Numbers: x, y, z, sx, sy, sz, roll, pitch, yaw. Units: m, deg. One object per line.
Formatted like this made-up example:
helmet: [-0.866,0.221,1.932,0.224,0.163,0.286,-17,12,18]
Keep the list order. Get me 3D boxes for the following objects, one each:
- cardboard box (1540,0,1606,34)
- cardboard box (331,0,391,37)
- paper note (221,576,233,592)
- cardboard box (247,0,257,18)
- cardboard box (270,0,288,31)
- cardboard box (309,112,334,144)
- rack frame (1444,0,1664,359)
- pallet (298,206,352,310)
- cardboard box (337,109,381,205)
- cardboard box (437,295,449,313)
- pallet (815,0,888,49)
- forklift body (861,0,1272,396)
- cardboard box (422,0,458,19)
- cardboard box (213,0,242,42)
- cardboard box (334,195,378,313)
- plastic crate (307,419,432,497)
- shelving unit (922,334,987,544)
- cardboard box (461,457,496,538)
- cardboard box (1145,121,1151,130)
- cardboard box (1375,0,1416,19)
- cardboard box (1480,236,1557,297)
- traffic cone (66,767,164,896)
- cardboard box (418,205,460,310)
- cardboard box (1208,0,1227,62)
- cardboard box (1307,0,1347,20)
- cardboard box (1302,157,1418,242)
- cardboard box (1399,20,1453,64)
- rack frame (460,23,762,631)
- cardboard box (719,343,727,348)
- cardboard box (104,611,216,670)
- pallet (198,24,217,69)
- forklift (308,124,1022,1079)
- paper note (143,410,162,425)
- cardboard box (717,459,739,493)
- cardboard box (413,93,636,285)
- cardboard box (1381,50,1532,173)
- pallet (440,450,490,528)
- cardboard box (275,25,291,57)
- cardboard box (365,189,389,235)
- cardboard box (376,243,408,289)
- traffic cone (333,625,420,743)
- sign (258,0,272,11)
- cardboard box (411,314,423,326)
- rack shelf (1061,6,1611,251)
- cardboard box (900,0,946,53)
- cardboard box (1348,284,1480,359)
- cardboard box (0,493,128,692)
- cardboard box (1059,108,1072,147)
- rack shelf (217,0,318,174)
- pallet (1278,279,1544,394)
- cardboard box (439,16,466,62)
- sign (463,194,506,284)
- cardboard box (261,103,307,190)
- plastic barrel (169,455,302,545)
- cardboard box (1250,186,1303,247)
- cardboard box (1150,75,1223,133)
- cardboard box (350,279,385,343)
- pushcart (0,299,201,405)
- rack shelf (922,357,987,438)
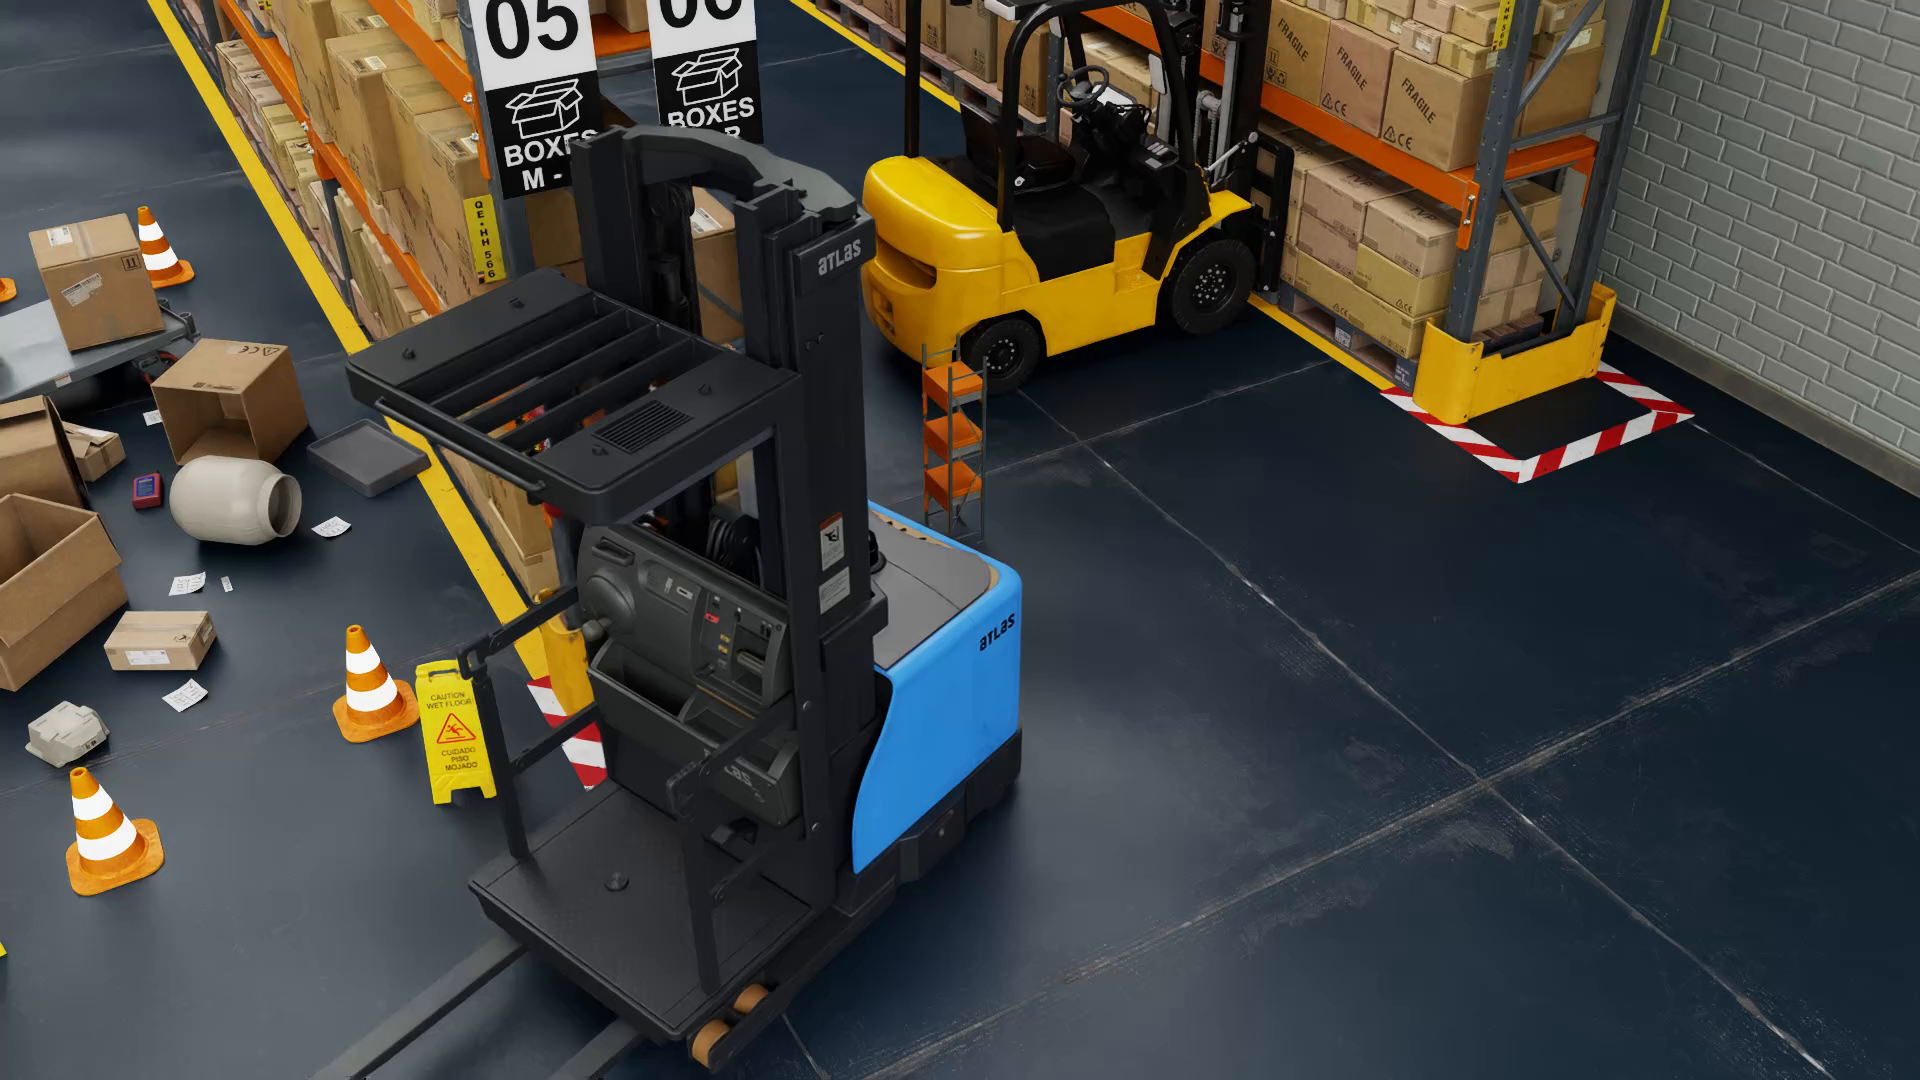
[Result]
cardboard box: [3.105,-2.758,8.595,0.380,0.149,0.250,-20,41,-25]
cardboard box: [-2.369,-2.173,7.498,0.700,0.500,0.500,-19,40,-24]
paper note: [-3.507,0.210,7.953,0.032,0.001,0.123,-19,40,-24]
cardboard box: [-4.116,-3.306,10.090,0.380,0.149,0.250,-19,40,-24]
cardboard box: [-3.177,-2.943,8.552,0.700,0.500,0.500,-19,40,-24]
cardboard box: [-3.329,-2.311,9.083,0.380,0.149,0.250,-19,40,-24]
rack frame: [3.089,-2.101,8.583,1.000,3.000,0.127,-19,40,-24]
pallet: [-3.603,-1.938,10.725,1.003,0.211,1.213,-19,40,-24]
cardboard box: [-2.717,-2.012,8.125,0.500,0.500,0.500,-19,40,-24]
cardboard box: [-2.062,-1.009,7.302,0.380,0.149,0.250,-18,40,-23]
pallet: [-0.550,-4.623,14.400,1.003,0.211,1.213,-19,40,-24]
forklift body: [0.559,-2.184,9.417,2.313,2.155,1.214,-19,40,-24]
cardboard box: [-1.691,-2.080,5.886,0.500,0.250,0.500,-19,40,-24]
cardboard box: [-5.495,-4.396,13.171,0.875,0.875,0.875,-19,40,-24]
cardboard box: [-3.147,-1.649,9.304,0.500,0.500,0.500,-17,39,-22]
plastic crate: [-3.130,-0.445,8.791,0.583,0.080,0.402,26,44,31]
shelving unit: [-0.027,-0.451,7.978,0.215,1.050,0.252,-19,40,-24]
cardboard box: [-2.093,-0.286,8.074,0.500,0.250,0.500,-19,40,-24]
cardboard box: [1.311,-2.807,11.102,0.500,0.250,0.500,-19,40,-24]
cardboard box: [2.422,-2.885,8.770,0.380,0.149,0.250,-18,40,-23]
cardboard box: [3.033,-1.663,9.535,0.500,0.250,0.500,-18,40,-23]
traffic cone: [-3.321,1.062,6.404,0.336,0.463,0.334,-19,40,-24]
cardboard box: [-1.959,-1.240,7.068,0.500,0.500,0.500,-19,40,-24]
cardboard box: [1.843,-3.096,9.861,0.500,0.500,0.500,-19,40,-24]
cardboard box: [2.152,-3.021,9.208,0.380,0.149,0.250,-20,41,-25]
cardboard box: [2.327,-1.965,9.524,0.500,0.250,0.500,-18,40,-23]
cardboard box: [2.519,-2.618,8.657,0.380,0.149,0.250,-18,40,-23]
rack frame: [-1.201,-0.628,6.566,1.000,3.000,0.127,-19,40,-24]
cardboard box: [-1.192,-0.761,6.962,0.380,0.149,0.250,-19,40,-24]
cardboard box: [-3.605,0.454,7.502,0.380,0.149,0.250,0,36,0]
pallet: [-5.551,-4.006,13.556,1.003,0.211,1.213,-19,40,-24]
forklift: [-1.058,0.308,5.344,1.130,2.935,3.031,25,43,30]
paper note: [-4.419,-0.693,9.173,0.148,0.019,0.142,-19,40,-24]
cardboard box: [-1.379,-0.495,7.724,0.500,0.500,0.500,-20,41,-25]
cardboard box: [-1.646,-1.388,6.422,0.700,0.500,0.500,-20,41,-25]
cardboard box: [2.615,-2.314,8.790,0.500,0.500,0.500,-20,41,-25]
pallet: [-2.225,-0.587,8.874,1.003,0.211,1.213,-19,40,-24]
cardboard box: [-3.707,-2.916,9.557,0.380,0.149,0.250,-18,40,-23]
cardboard box: [-2.695,-1.655,8.186,0.380,0.149,0.250,-19,40,-24]
cardboard box: [-2.739,-1.431,8.456,0.380,0.149,0.250,-17,39,-21]
traffic cone: [-2.532,0.560,7.091,0.336,0.463,0.334,-19,40,-24]
sign: [-3.688,-2.969,8.790,0.100,0.325,0.005,-19,40,-24]
cardboard box: [-2.341,-0.846,8.204,0.500,0.500,0.500,-20,41,-25]
rack shelf: [2.085,-2.830,10.191,1.077,0.370,4.000,-19,40,-24]
cardboard box: [0.045,-4.395,13.381,0.875,0.625,0.625,-21,41,-26]
cardboard box: [2.580,-1.306,9.470,0.500,0.250,0.500,-19,40,-24]
cardboard box: [-4.272,0.235,7.502,0.637,0.503,0.797,12,38,16]
cardboard box: [1.037,-2.855,11.591,0.500,0.250,0.500,-18,40,-23]
rack shelf: [-4.215,-3.397,10.968,1.077,0.370,4.000,-19,40,-24]
pallet: [2.669,-1.352,9.922,1.003,0.211,1.213,-19,40,-24]
cardboard box: [-1.622,-1.837,5.891,0.380,0.149,0.250,-19,40,-24]
sign: [-1.690,-1.069,5.920,0.100,0.325,0.005,-19,40,-24]
cardboard box: [-4.191,-2.763,11.361,0.950,0.372,0.625,-18,40,-22]
plastic barrel: [-3.547,-0.192,8.154,0.512,0.421,0.421,6,37,8]
cardboard box: [2.054,-2.033,10.042,0.500,0.250,0.500,-20,41,-25]
cardboard box: [1.560,-2.750,10.599,0.500,0.250,0.500,-18,40,-22]
cardboard box: [-3.147,-1.346,9.525,0.500,0.250,0.500,-21,41,-26]
pushcart: [-5.156,-0.908,9.173,0.936,0.377,1.648,26,44,31]
rack shelf: [-0.027,-0.672,7.817,0.215,0.259,0.240,-19,40,-24]
